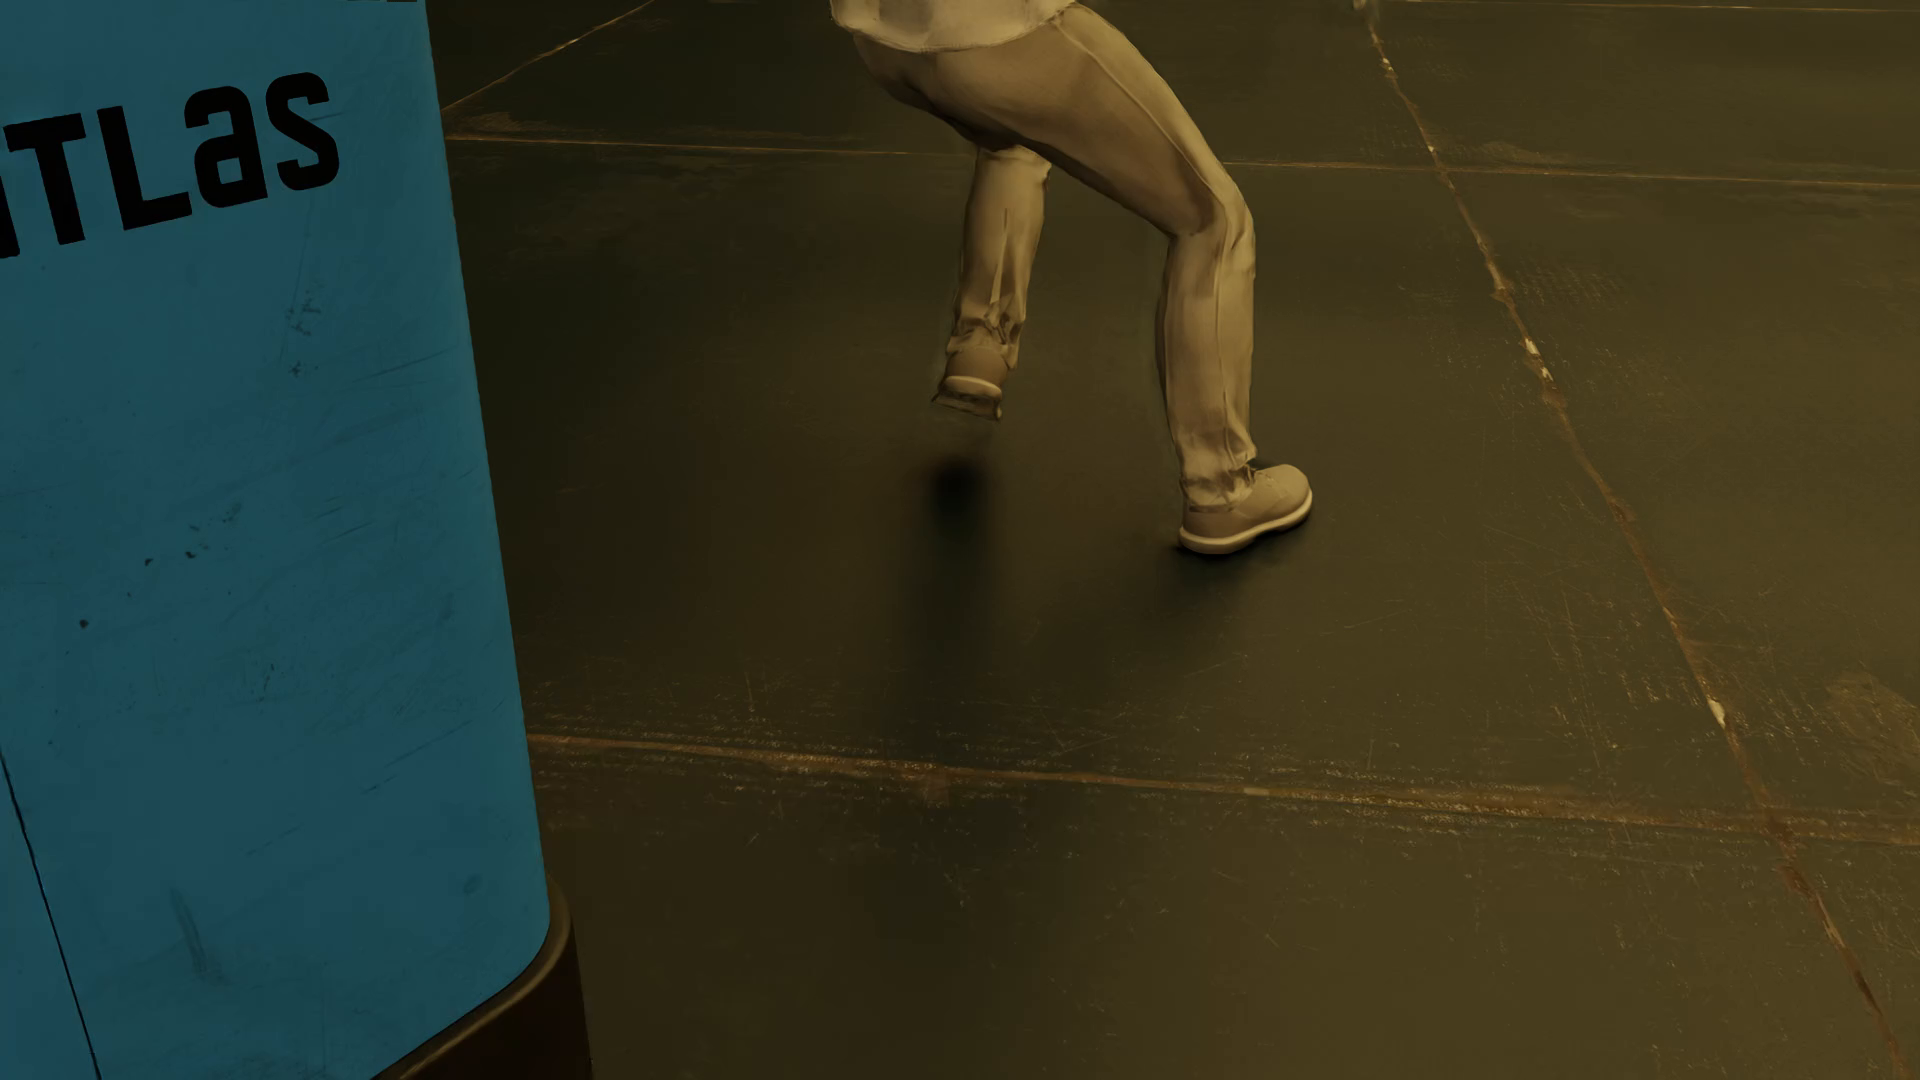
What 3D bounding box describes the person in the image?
[{"bbox_3d":[0.160,-0.785,2.370,0.634,1.513,0.766,-21,34,-36],"label":"person"}]
